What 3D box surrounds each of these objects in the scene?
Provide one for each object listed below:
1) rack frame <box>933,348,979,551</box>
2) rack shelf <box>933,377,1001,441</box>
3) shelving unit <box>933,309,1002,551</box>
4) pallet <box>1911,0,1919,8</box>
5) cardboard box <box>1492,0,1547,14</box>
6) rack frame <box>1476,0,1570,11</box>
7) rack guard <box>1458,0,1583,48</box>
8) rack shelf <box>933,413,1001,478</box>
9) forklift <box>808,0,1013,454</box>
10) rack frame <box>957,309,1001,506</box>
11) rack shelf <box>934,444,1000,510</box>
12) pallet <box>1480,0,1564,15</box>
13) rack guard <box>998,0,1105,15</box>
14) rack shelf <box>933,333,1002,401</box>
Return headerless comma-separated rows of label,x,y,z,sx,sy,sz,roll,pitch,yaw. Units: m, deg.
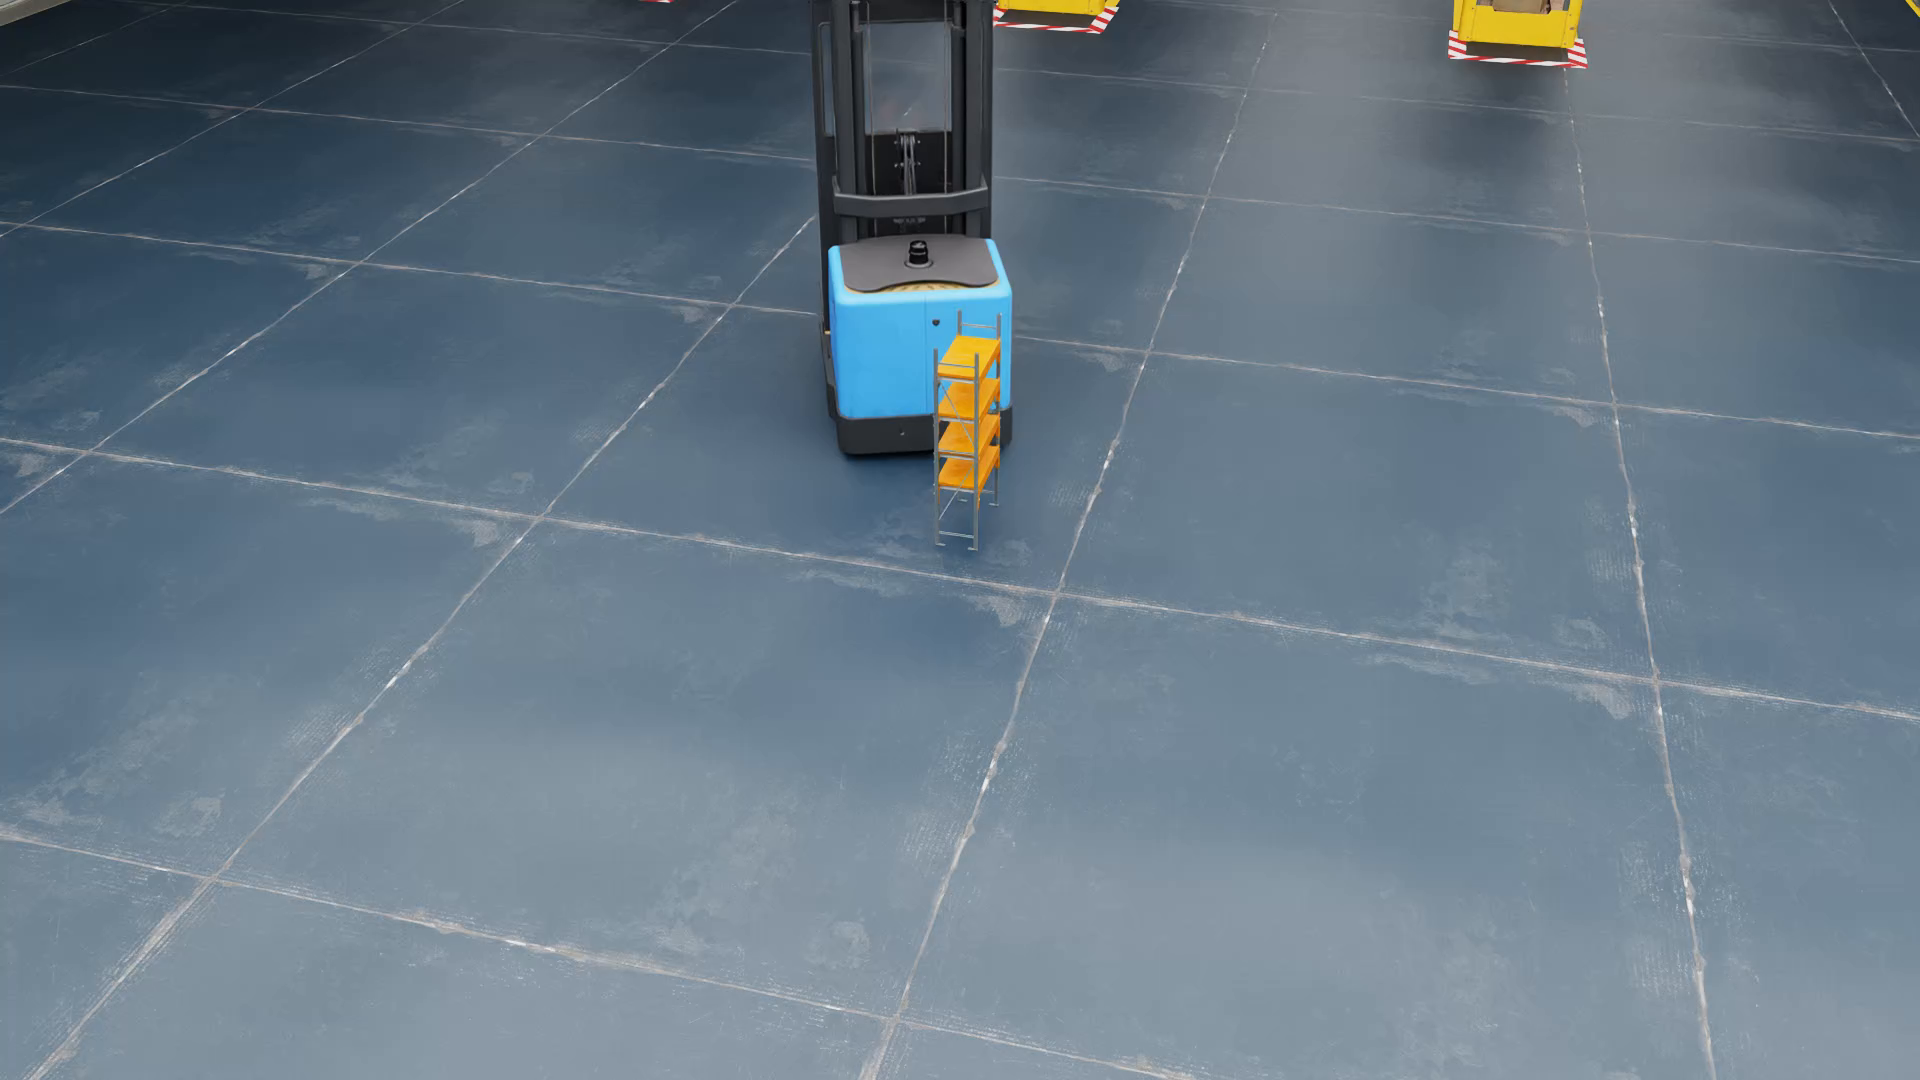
rack frame,-0.020,-0.466,8.864,0.240,1.200,0.015,8,33,12
rack shelf,0.042,-0.724,8.979,0.258,0.148,0.480,8,33,12
shelving unit,0.042,-0.592,9.063,0.258,1.200,0.503,8,33,12
pallet,11.358,-6.291,18.949,1.003,0.211,1.213,8,33,12
cardboard box,6.014,-5.948,17.749,0.500,0.500,0.500,14,35,21
rack frame,5.840,-6.504,16.685,1.000,3.000,0.127,8,33,12
rack guard,5.859,-5.488,17.417,1.175,0.500,0.348,8,33,12
rack shelf,0.042,-0.535,9.099,0.258,0.148,0.480,8,33,12
forklift,-0.375,-2.521,10.483,1.130,2.935,3.031,-4,33,-6
rack frame,0.104,-0.719,9.262,0.240,1.200,0.015,8,33,12
rack shelf,0.042,-0.368,9.206,0.258,0.148,0.480,8,33,12
pallet,6.099,-5.783,18.150,1.003,0.211,1.213,8,33,12
rack guard,1.022,-6.169,18.488,1.175,0.500,0.348,8,33,12
rack shelf,0.042,-0.924,8.852,0.258,0.148,0.480,8,33,12
